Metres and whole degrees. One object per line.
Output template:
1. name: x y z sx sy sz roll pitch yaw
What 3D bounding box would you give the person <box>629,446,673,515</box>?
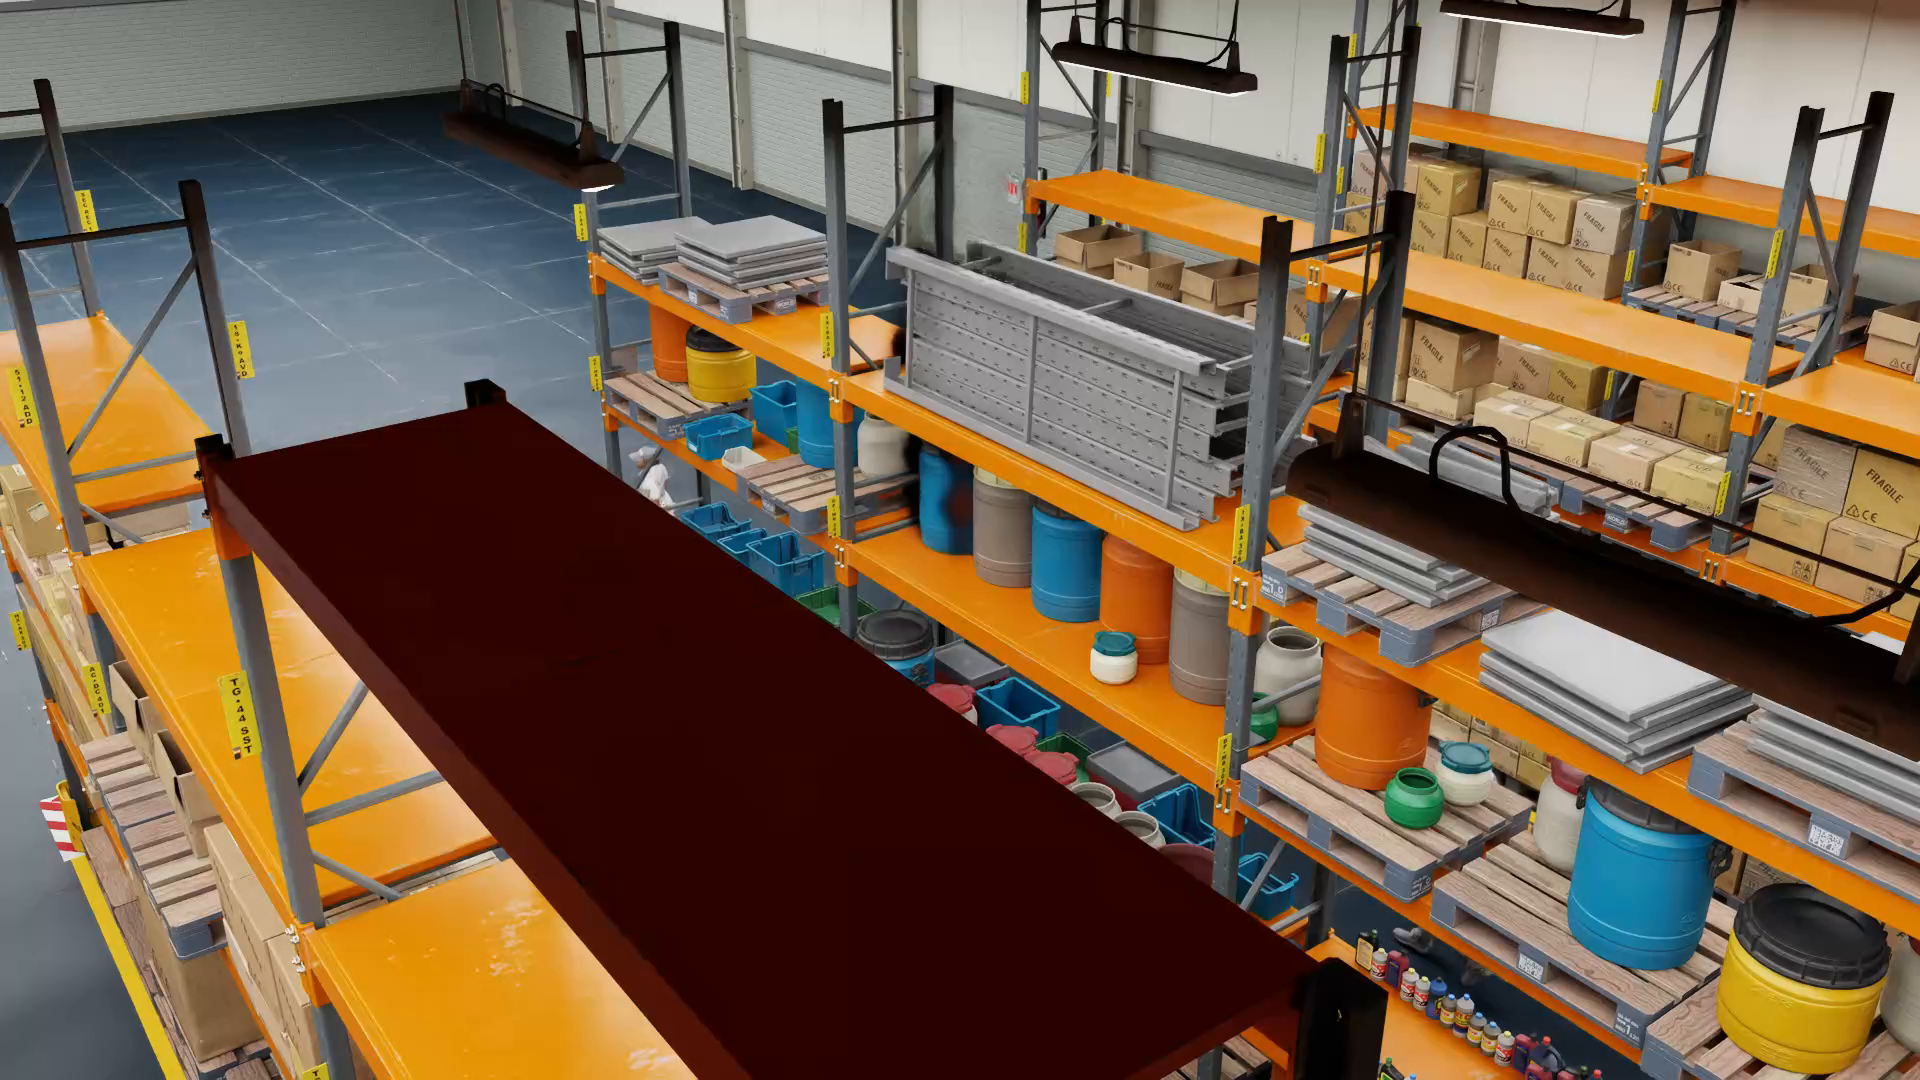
1. person: -3.210 -0.248 17.572 0.798 1.632 0.697 2 25 4

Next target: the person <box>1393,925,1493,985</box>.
1. person: 3.531 2.336 11.828 0.667 1.750 0.915 -19 31 -35
